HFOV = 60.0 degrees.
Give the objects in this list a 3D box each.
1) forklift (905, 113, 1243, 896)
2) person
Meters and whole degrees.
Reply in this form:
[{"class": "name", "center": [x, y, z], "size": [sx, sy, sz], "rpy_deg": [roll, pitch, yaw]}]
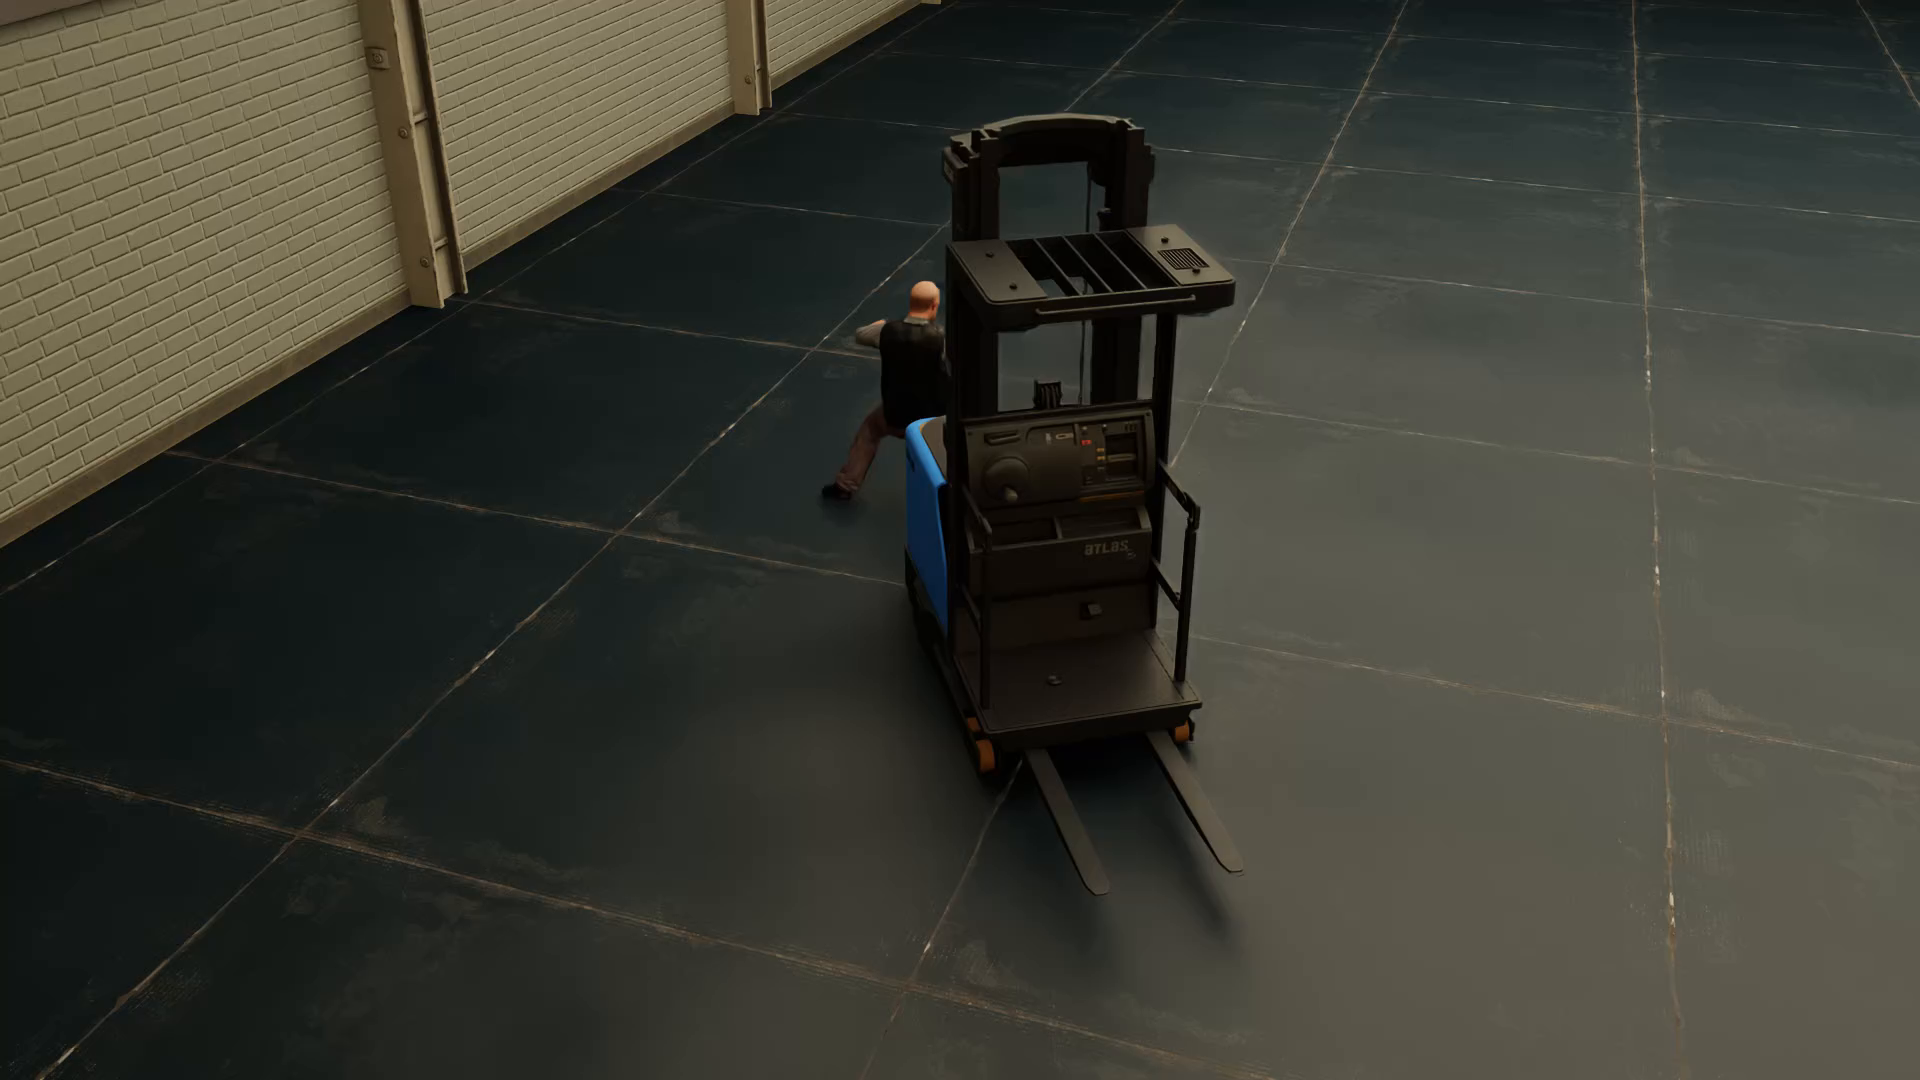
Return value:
[{"class": "forklift", "center": [0.534, -0.347, 7.746], "size": [1.130, 2.935, 3.031], "rpy_deg": [-7, 30, -12]}, {"class": "person", "center": [-0.220, -0.891, 10.138], "size": [1.265, 1.502, 0.741], "rpy_deg": [12, 32, 19]}]
